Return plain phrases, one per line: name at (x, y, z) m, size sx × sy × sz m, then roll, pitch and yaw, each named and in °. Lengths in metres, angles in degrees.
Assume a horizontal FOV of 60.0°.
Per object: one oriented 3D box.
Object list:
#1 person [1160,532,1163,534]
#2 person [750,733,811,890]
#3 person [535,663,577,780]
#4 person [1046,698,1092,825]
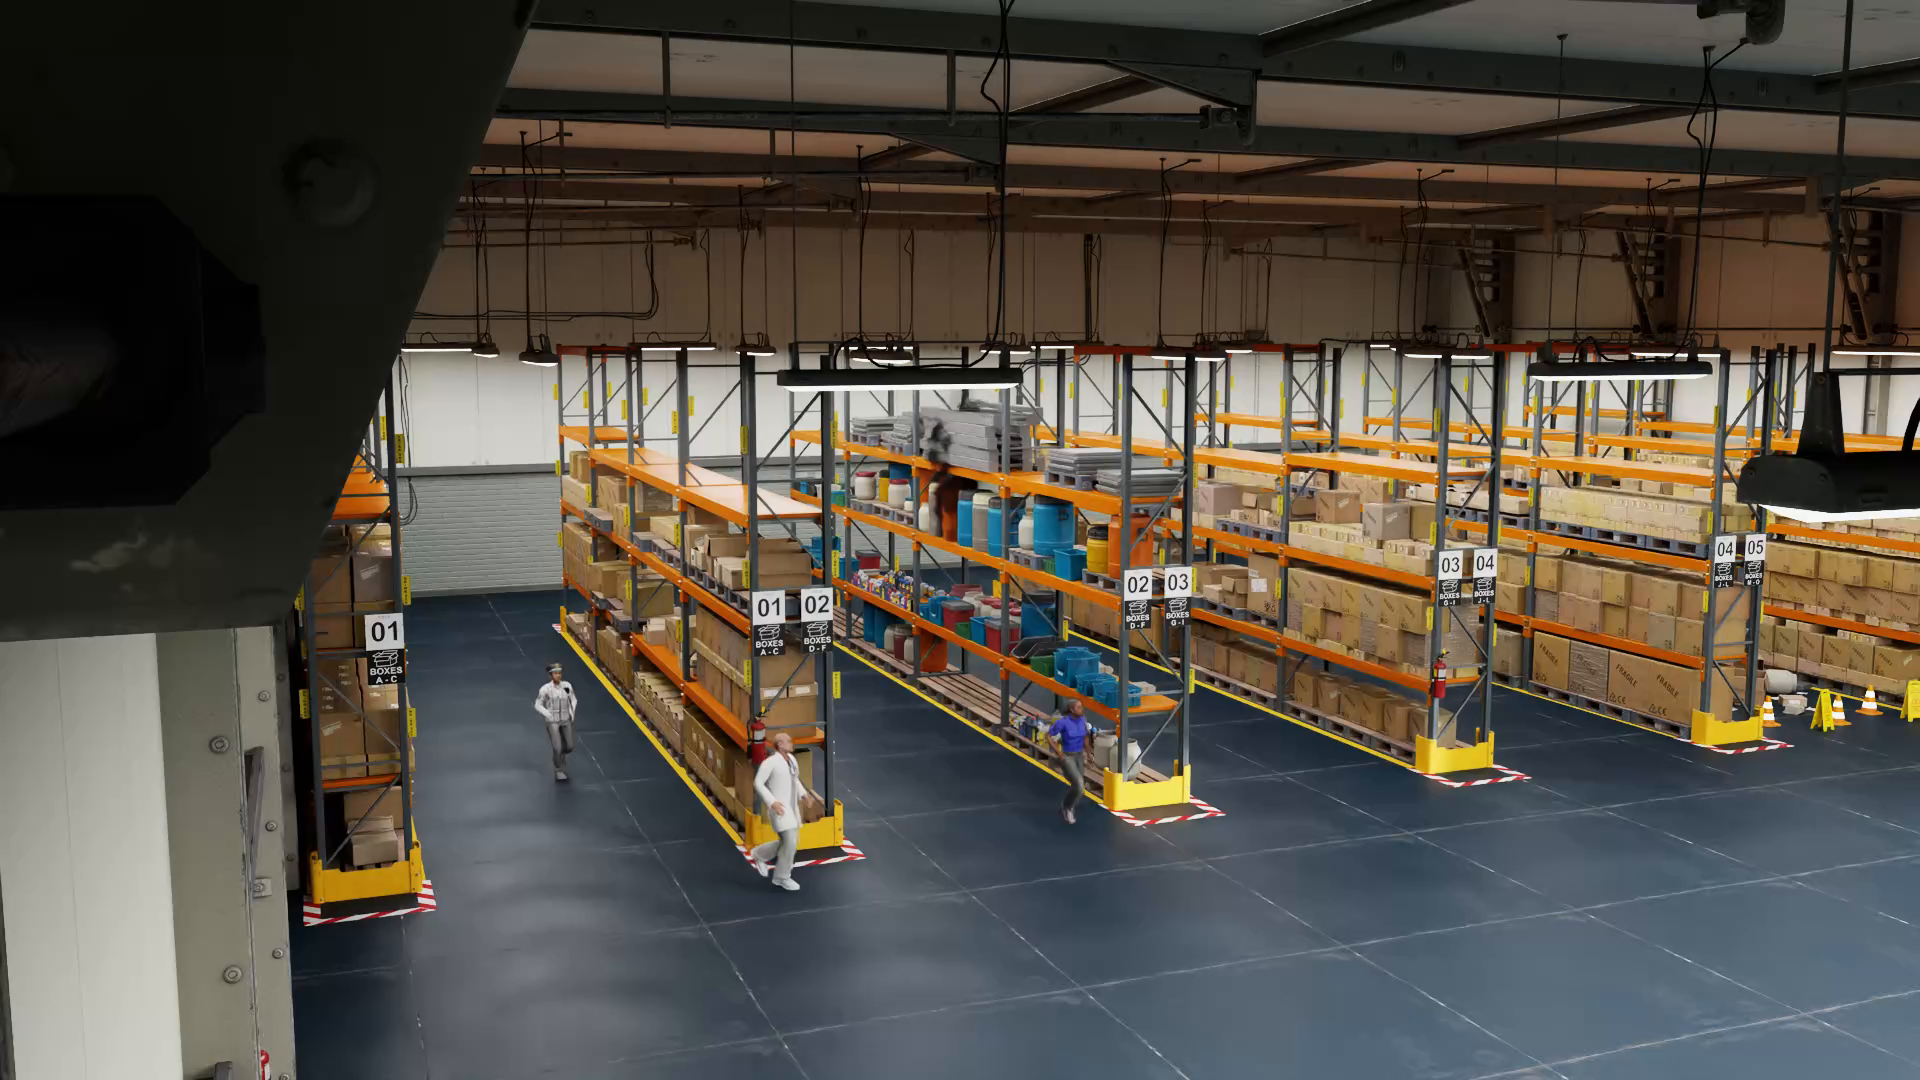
person at (4.690, 0.589, 39.011) m, size 0.605 × 1.564 × 0.804 m, roll -1°, pitch 7°, yaw -10°
person at (-2.072, 3.074, 19.043) m, size 0.705 × 1.742 × 0.767 m, roll 3°, pitch 8°, yaw 24°
person at (-5.676, 2.546, 23.462) m, size 0.612 × 1.636 × 0.576 m, roll -4°, pitch 8°, yaw -30°
person at (1.452, 2.832, 21.260) m, size 0.595 × 1.620 × 0.589 m, roll -6°, pitch 9°, yaw -39°
